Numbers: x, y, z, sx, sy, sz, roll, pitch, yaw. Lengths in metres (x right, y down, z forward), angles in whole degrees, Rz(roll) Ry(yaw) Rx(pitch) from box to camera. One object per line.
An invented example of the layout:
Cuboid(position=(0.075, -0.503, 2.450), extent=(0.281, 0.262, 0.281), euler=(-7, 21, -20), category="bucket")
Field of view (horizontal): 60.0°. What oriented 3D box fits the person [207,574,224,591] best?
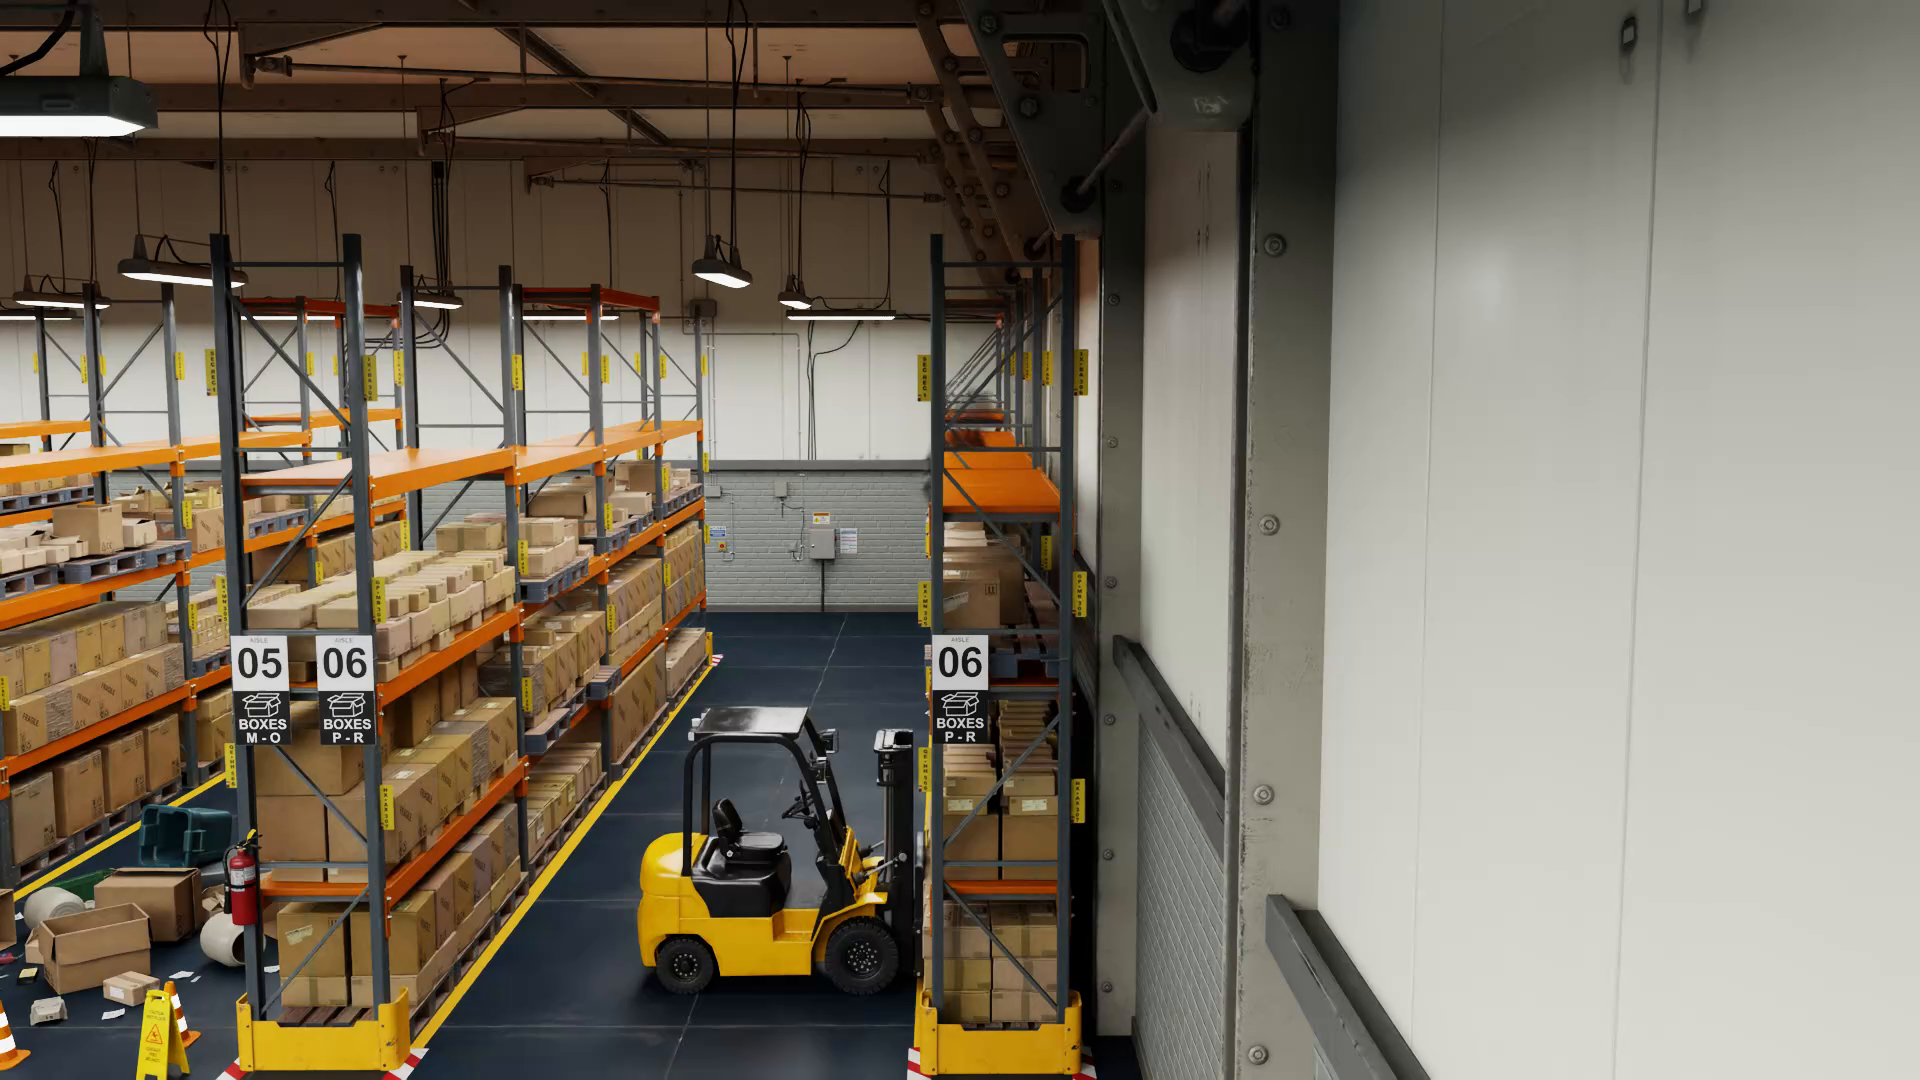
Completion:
Cuboid(position=(-11.561, 1.418, 26.149), extent=(0.723, 1.819, 0.907), euler=(2, 7, 14), category="person")
